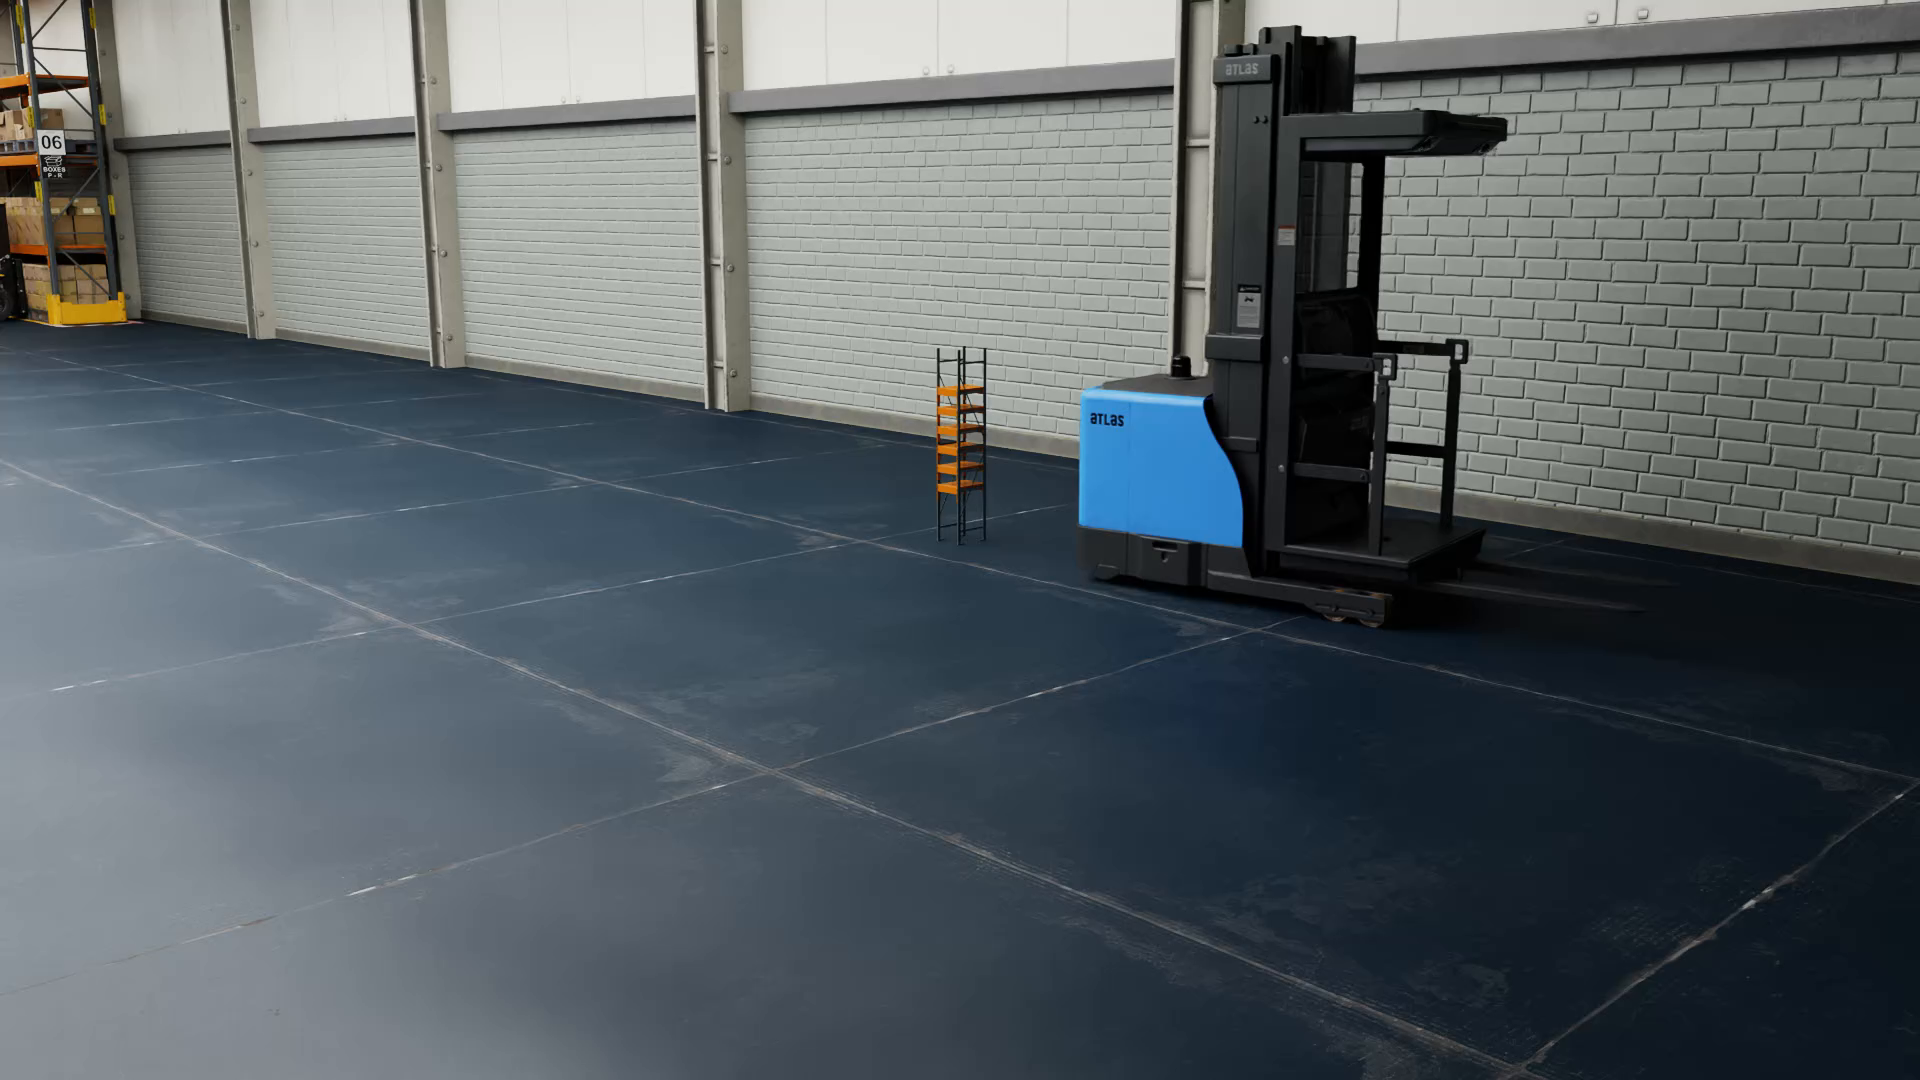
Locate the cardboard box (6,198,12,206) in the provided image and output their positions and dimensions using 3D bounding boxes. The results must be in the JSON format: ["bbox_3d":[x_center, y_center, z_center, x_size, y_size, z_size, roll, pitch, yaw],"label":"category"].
[{"bbox_3d":[-16.758,-6.030,29.655,0.380,0.149,0.250,-11,16,-43],"label":"cardboard box"}]

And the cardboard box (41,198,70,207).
[{"bbox_3d":[-15.348,-5.734,28.218,0.380,0.149,0.250,-11,16,-42],"label":"cardboard box"}]

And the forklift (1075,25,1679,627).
[{"bbox_3d":[2.139,-1.121,8.588,3.031,2.935,1.130,8,14,35],"label":"forklift"}]

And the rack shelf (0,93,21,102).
[{"bbox_3d":[-19.092,-8.465,31.970,1.077,0.370,4.000,-11,16,-43],"label":"rack shelf"}]

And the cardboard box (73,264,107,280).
[{"bbox_3d":[-15.144,-4.644,28.815,0.500,0.250,0.500,-11,16,-43],"label":"cardboard box"}]

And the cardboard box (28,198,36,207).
[{"bbox_3d":[-15.741,-5.800,28.539,0.380,0.149,0.250,-10,16,-41],"label":"cardboard box"}]

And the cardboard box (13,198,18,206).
[{"bbox_3d":[-16.302,-5.907,29.054,0.380,0.149,0.250,-10,16,-41],"label":"cardboard box"}]

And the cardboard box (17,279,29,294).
[{"bbox_3d":[-16.221,-4.477,29.244,0.500,0.250,0.500,-11,16,-44],"label":"cardboard box"}]

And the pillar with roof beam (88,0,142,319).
[{"bbox_3d":[-17.891,-7.765,25.798,9.100,9.000,0.400,-11,16,-43],"label":"pillar with roof beam"}]

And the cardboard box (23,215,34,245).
[{"bbox_3d":[-15.830,-5.360,28.747,0.500,0.500,0.500,-10,15,-41],"label":"cardboard box"}]

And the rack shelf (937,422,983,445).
[{"bbox_3d":[0.010,-0.660,10.265,0.258,0.103,0.180,-11,16,-43],"label":"rack shelf"}]

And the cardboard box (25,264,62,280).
[{"bbox_3d":[-15.849,-4.645,28.820,0.500,0.250,0.500,-11,16,-42],"label":"cardboard box"}]

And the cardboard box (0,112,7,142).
[{"bbox_3d":[-16.442,-7.258,29.229,0.797,0.503,0.637,-10,15,-41],"label":"cardboard box"}]

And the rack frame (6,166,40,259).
[{"bbox_3d":[-17.711,-5.783,31.046,1.000,3.000,0.127,-11,16,-43],"label":"rack frame"}]

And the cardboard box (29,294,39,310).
[{"bbox_3d":[-15.838,-4.156,28.925,0.500,0.250,0.500,-11,16,-43],"label":"cardboard box"}]

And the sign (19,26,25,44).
[{"bbox_3d":[-17.293,-9.330,30.688,0.100,0.325,0.005,-11,16,-43],"label":"sign"}]

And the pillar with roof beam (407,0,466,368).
[{"bbox_3d":[-9.604,-6.013,17.298,9.100,9.000,0.400,-11,16,-43],"label":"pillar with roof beam"}]

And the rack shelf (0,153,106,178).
[{"bbox_3d":[-16.330,-6.608,29.399,1.077,0.370,4.000,-11,16,-43],"label":"rack shelf"}]

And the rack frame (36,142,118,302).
[{"bbox_3d":[-14.949,-5.199,28.212,1.000,3.000,0.127,-11,16,-43],"label":"rack frame"}]

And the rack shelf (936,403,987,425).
[{"bbox_3d":[0.010,-0.777,10.241,0.258,0.103,0.180,-11,16,-43],"label":"rack shelf"}]

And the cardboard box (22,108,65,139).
[{"bbox_3d":[-15.431,-7.002,27.996,0.500,0.500,0.500,-10,15,-41],"label":"cardboard box"}]

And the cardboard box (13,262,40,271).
[{"bbox_3d":[-16.549,-4.792,29.534,0.500,0.250,0.500,-11,16,-44],"label":"cardboard box"}]

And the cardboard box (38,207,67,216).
[{"bbox_3d":[-15.391,-5.577,28.193,0.380,0.149,0.250,-11,16,-42],"label":"cardboard box"}]

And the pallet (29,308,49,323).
[{"bbox_3d":[-15.507,-3.939,29.007,1.003,0.211,1.213,-11,16,-43],"label":"pallet"}]

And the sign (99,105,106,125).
[{"bbox_3d":[-14.543,-7.211,28.185,0.100,0.325,0.005,-11,16,-43],"label":"sign"}]

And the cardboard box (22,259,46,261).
[{"bbox_3d":[-17.231,-5.087,30.962,0.500,0.250,0.500,-10,16,-41],"label":"cardboard box"}]

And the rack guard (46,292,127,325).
[{"bbox_3d":[-14.932,-3.971,28.448,1.175,0.500,0.348,-11,16,-43],"label":"rack guard"}]

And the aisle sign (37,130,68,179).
[{"bbox_3d":[-15.116,-6.422,27.705,0.394,0.787,0.004,-11,16,-43],"label":"aisle sign"}]

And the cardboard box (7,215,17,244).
[{"bbox_3d":[-16.539,-5.507,29.459,0.500,0.500,0.500,-11,16,-42],"label":"cardboard box"}]

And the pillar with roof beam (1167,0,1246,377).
[{"bbox_3d":[-1.317,-4.262,8.797,9.100,9.000,0.400,-11,16,-43],"label":"pillar with roof beam"}]

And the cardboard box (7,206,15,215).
[{"bbox_3d":[-16.628,-5.838,29.458,0.380,0.149,0.250,-11,16,-44],"label":"cardboard box"}]

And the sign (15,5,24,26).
[{"bbox_3d":[-15.351,-8.560,27.148,0.100,0.325,0.005,-11,16,-43],"label":"sign"}]

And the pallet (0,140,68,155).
[{"bbox_3d":[-16.265,-6.910,29.301,1.003,0.211,1.213,-11,16,-43],"label":"pallet"}]

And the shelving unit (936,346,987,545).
[{"bbox_3d":[0.010,-0.586,10.280,0.258,1.200,0.189,-11,16,-43],"label":"shelving unit"}]

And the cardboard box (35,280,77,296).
[{"bbox_3d":[-15.511,-4.330,28.530,0.500,0.250,0.500,-11,16,-43],"label":"cardboard box"}]

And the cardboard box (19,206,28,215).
[{"bbox_3d":[-16.105,-5.727,28.920,0.250,0.149,0.380,11,16,43],"label":"cardboard box"}]

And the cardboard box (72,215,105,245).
[{"bbox_3d":[-15.090,-5.359,28.741,0.500,0.500,0.500,-10,15,-41],"label":"cardboard box"}]

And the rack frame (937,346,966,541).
[{"bbox_3d":[-0.053,-0.599,10.345,0.240,1.200,0.006,-11,16,-43],"label":"rack frame"}]

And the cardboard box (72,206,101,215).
[{"bbox_3d":[-14.995,-5.651,28.553,0.250,0.149,0.380,11,16,44],"label":"cardboard box"}]

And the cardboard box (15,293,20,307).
[{"bbox_3d":[-16.552,-4.303,29.639,0.500,0.250,0.500,-10,15,-41],"label":"cardboard box"}]

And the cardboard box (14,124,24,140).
[{"bbox_3d":[-15.916,-6.973,28.432,0.396,0.266,0.258,-11,16,-42],"label":"cardboard box"}]

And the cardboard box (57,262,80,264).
[{"bbox_3d":[-15.829,-4.791,29.528,0.500,0.250,0.500,-11,16,-43],"label":"cardboard box"}]

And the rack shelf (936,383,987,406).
[{"bbox_3d":[0.010,-0.895,10.216,0.258,0.103,0.180,-11,16,-43],"label":"rack shelf"}]

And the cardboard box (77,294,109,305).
[{"bbox_3d":[-15.146,-4.157,28.928,0.500,0.250,0.500,-11,16,-42],"label":"cardboard box"}]
